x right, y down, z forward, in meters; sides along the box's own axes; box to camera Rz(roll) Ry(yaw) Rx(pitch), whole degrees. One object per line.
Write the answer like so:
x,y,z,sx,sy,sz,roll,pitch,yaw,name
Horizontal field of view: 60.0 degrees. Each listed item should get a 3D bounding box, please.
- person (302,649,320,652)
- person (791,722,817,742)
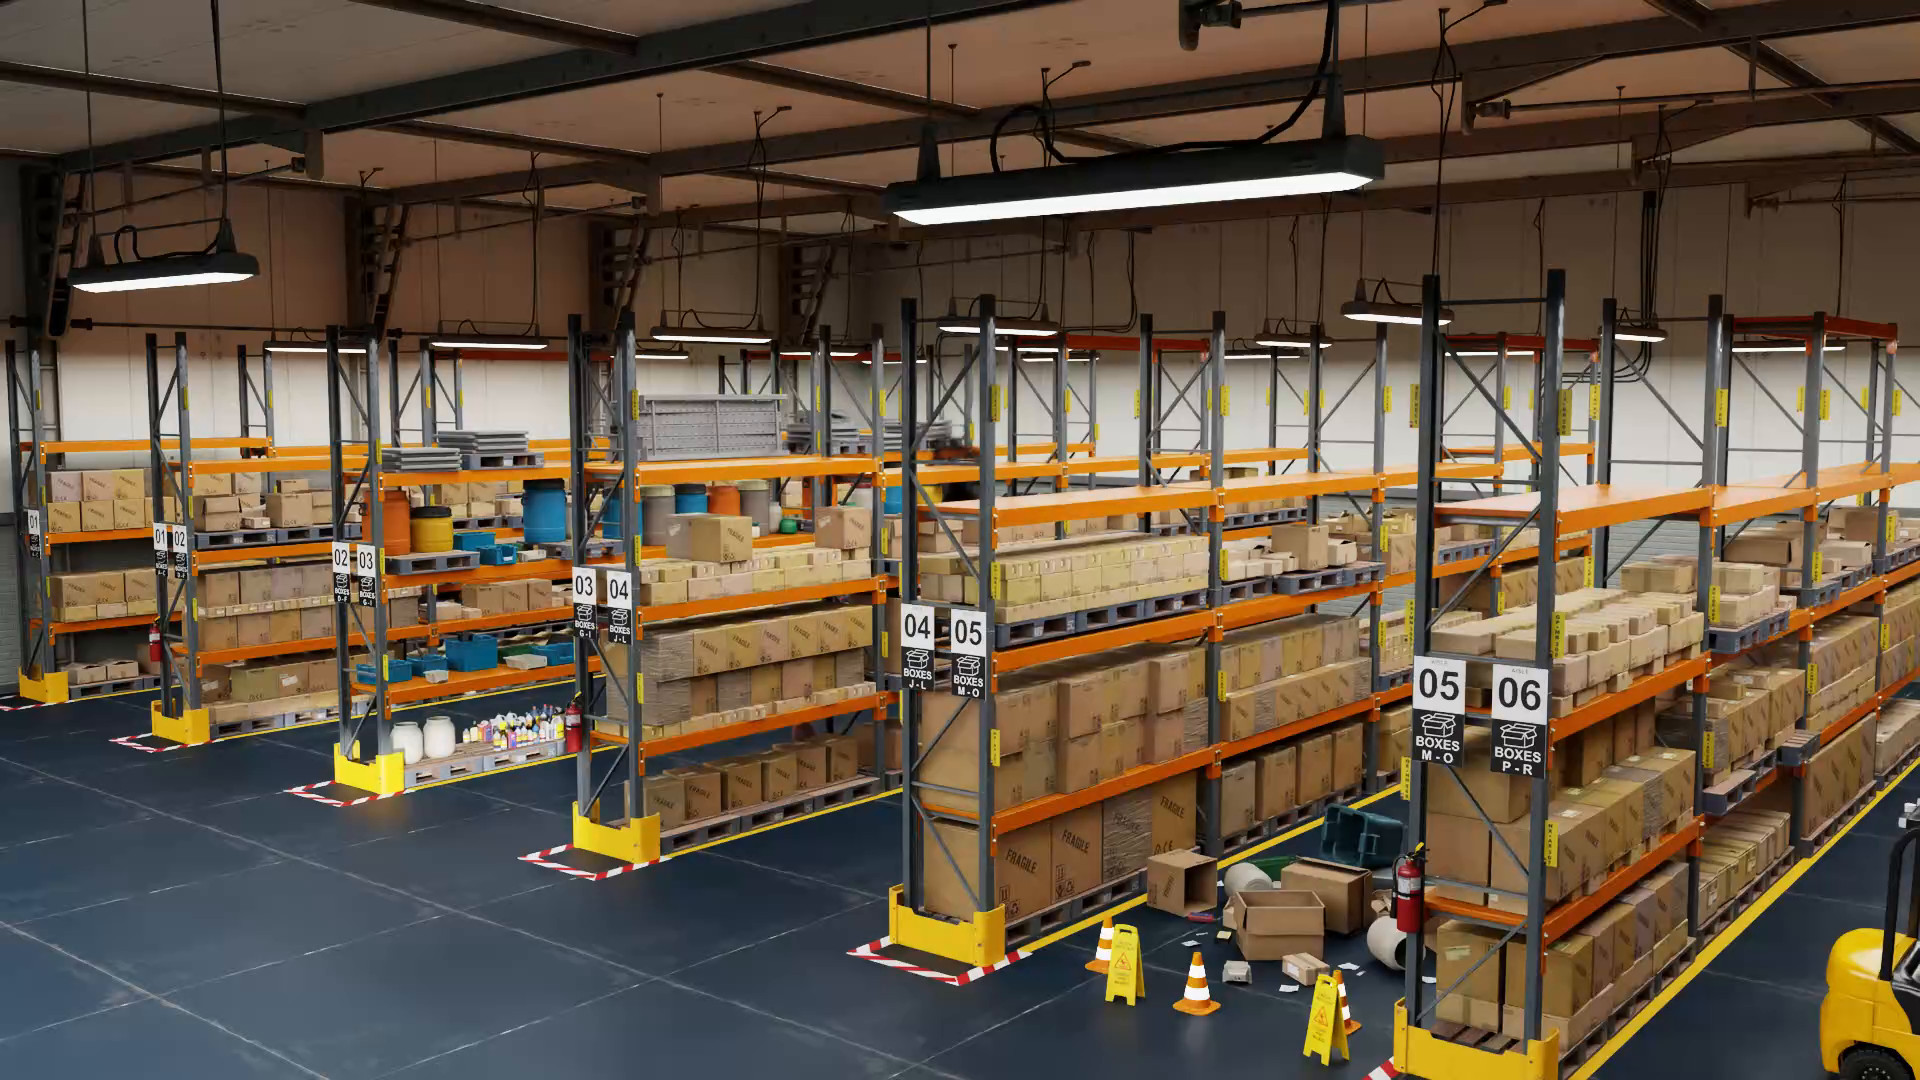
-10.902,1.841,27.895,0.544,1.625,0.651,4,6,36,person
-2.191,2.255,23.023,0.529,1.696,0.887,4,7,39,person
